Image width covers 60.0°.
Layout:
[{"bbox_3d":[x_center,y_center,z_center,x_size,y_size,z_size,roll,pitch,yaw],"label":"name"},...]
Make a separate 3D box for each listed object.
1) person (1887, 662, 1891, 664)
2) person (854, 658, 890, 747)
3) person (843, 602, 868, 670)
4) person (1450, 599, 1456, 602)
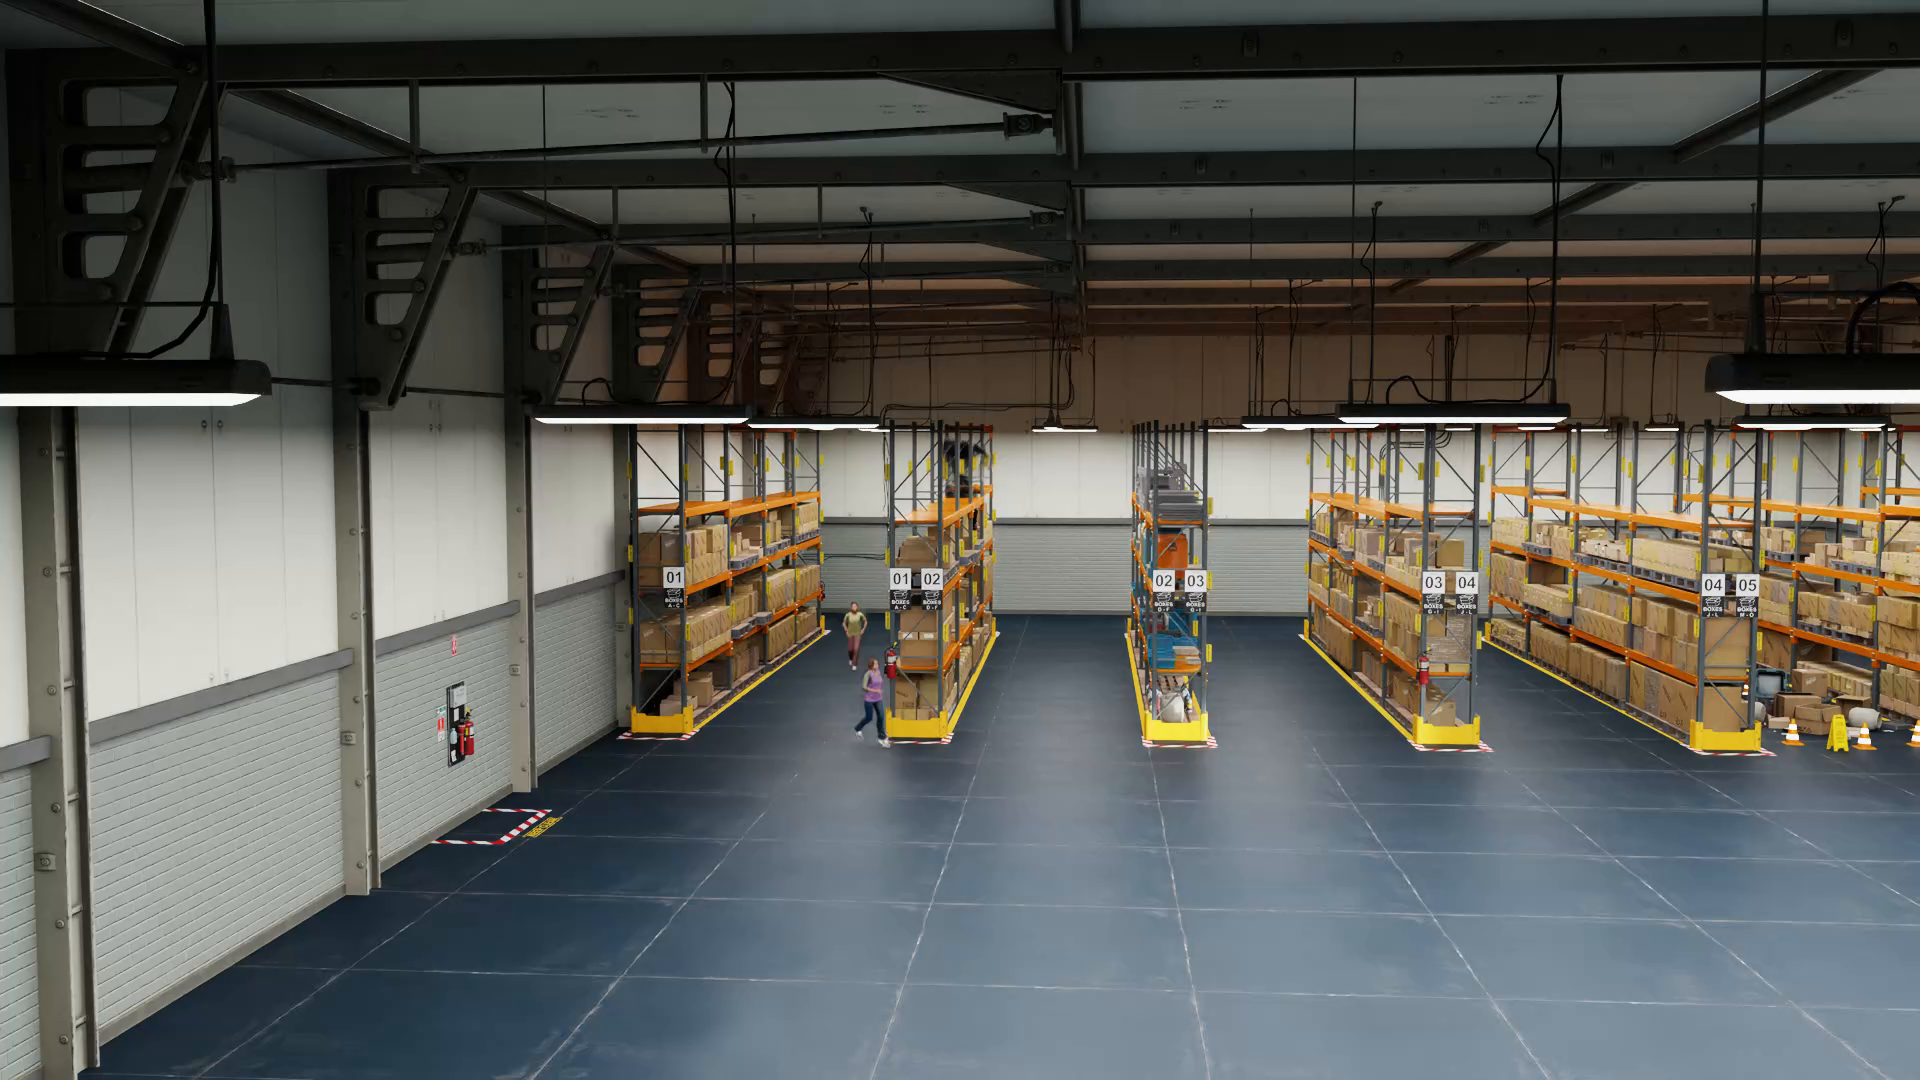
[{"bbox_3d":[21.544,2.419,38.201,0.670,1.778,0.991,0,4,4],"label":"person"},{"bbox_3d":[-1.621,2.976,30.656,0.852,1.619,0.559,3,5,43],"label":"person"},{"bbox_3d":[-2.562,2.334,40.734,0.600,1.647,0.605,0,4,-1],"label":"person"},{"bbox_3d":[13.700,1.956,45.956,0.764,1.743,0.775,0,4,4],"label":"person"}]
